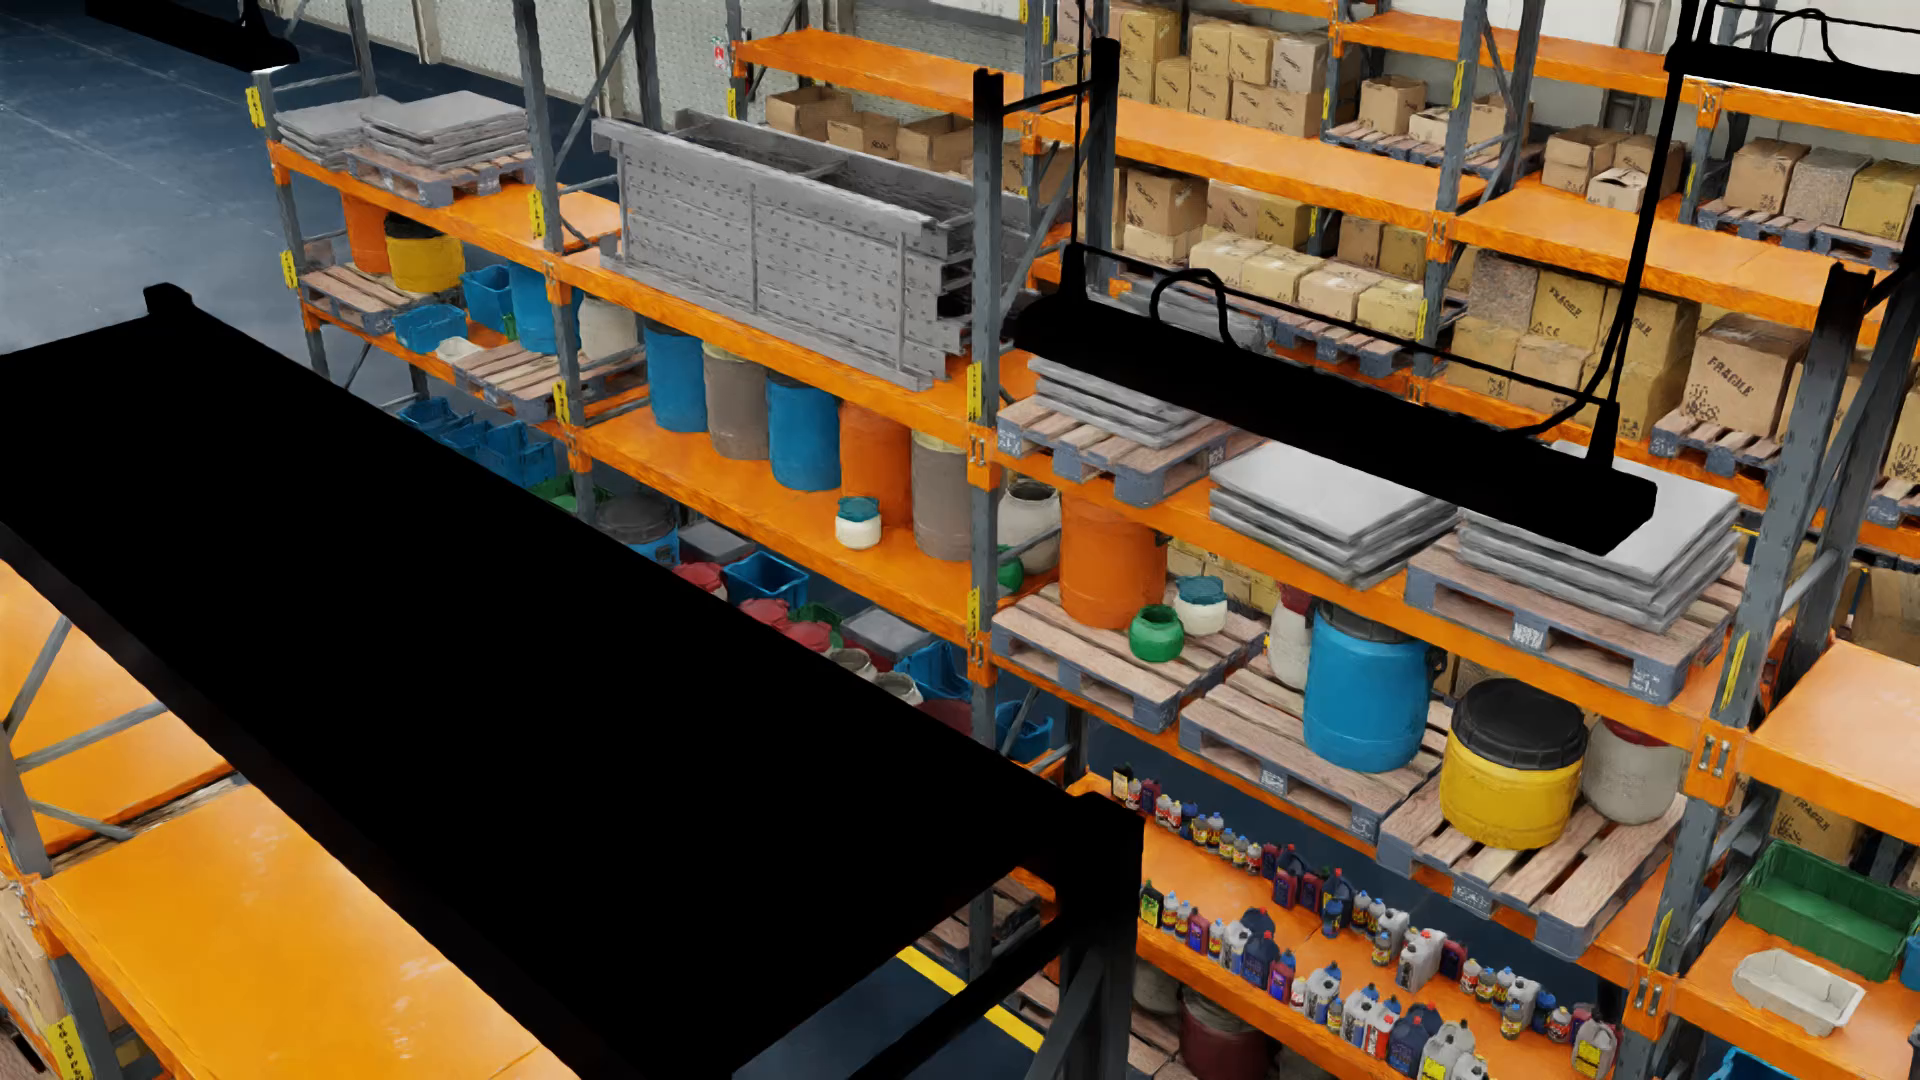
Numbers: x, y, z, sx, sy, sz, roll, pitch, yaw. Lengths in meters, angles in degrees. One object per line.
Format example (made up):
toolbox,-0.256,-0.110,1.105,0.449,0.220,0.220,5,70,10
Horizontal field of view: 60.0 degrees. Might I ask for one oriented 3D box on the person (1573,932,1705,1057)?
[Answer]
person,4.350,2.534,10.313,0.554,1.401,0.775,-23,37,-35
